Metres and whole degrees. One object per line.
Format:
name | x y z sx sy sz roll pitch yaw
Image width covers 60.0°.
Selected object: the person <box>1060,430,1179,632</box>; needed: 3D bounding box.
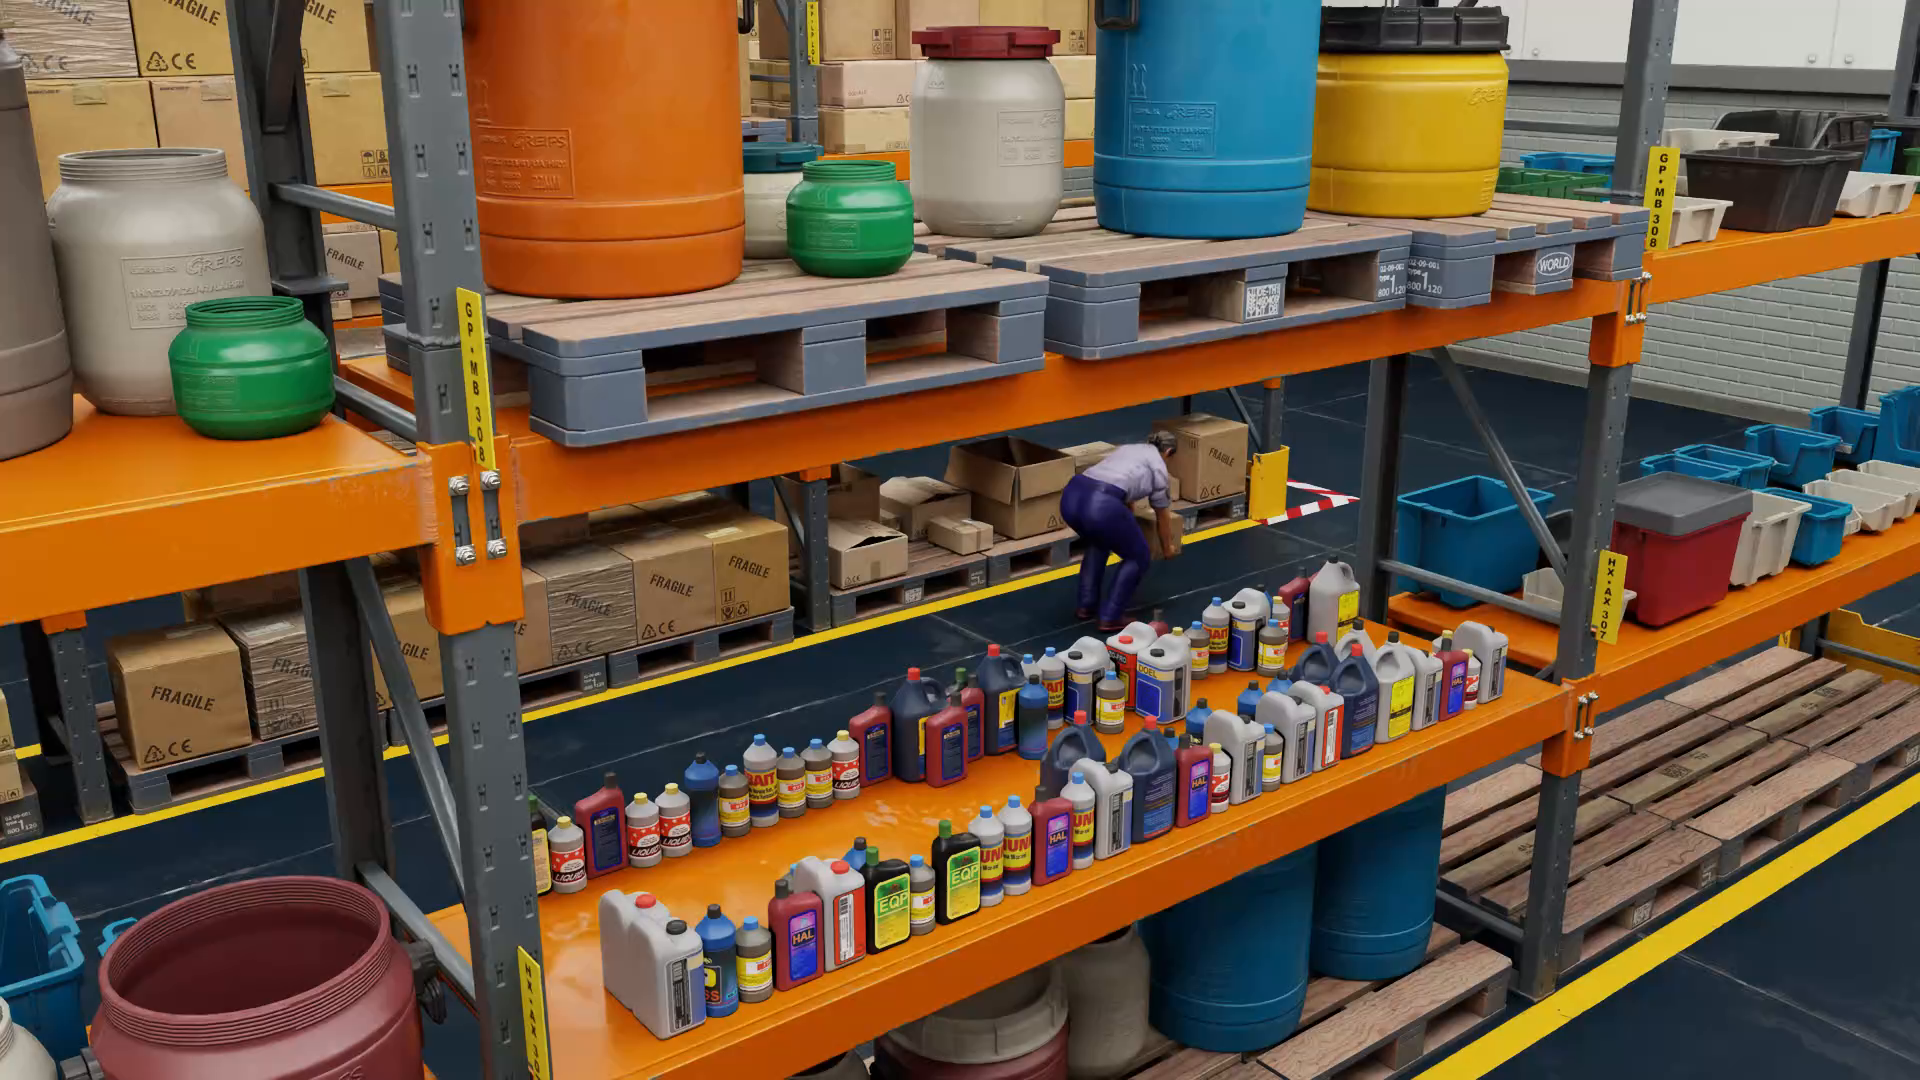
person | 1.003 -0.062 10.130 0.877 1.126 0.483 -15 23 -38
